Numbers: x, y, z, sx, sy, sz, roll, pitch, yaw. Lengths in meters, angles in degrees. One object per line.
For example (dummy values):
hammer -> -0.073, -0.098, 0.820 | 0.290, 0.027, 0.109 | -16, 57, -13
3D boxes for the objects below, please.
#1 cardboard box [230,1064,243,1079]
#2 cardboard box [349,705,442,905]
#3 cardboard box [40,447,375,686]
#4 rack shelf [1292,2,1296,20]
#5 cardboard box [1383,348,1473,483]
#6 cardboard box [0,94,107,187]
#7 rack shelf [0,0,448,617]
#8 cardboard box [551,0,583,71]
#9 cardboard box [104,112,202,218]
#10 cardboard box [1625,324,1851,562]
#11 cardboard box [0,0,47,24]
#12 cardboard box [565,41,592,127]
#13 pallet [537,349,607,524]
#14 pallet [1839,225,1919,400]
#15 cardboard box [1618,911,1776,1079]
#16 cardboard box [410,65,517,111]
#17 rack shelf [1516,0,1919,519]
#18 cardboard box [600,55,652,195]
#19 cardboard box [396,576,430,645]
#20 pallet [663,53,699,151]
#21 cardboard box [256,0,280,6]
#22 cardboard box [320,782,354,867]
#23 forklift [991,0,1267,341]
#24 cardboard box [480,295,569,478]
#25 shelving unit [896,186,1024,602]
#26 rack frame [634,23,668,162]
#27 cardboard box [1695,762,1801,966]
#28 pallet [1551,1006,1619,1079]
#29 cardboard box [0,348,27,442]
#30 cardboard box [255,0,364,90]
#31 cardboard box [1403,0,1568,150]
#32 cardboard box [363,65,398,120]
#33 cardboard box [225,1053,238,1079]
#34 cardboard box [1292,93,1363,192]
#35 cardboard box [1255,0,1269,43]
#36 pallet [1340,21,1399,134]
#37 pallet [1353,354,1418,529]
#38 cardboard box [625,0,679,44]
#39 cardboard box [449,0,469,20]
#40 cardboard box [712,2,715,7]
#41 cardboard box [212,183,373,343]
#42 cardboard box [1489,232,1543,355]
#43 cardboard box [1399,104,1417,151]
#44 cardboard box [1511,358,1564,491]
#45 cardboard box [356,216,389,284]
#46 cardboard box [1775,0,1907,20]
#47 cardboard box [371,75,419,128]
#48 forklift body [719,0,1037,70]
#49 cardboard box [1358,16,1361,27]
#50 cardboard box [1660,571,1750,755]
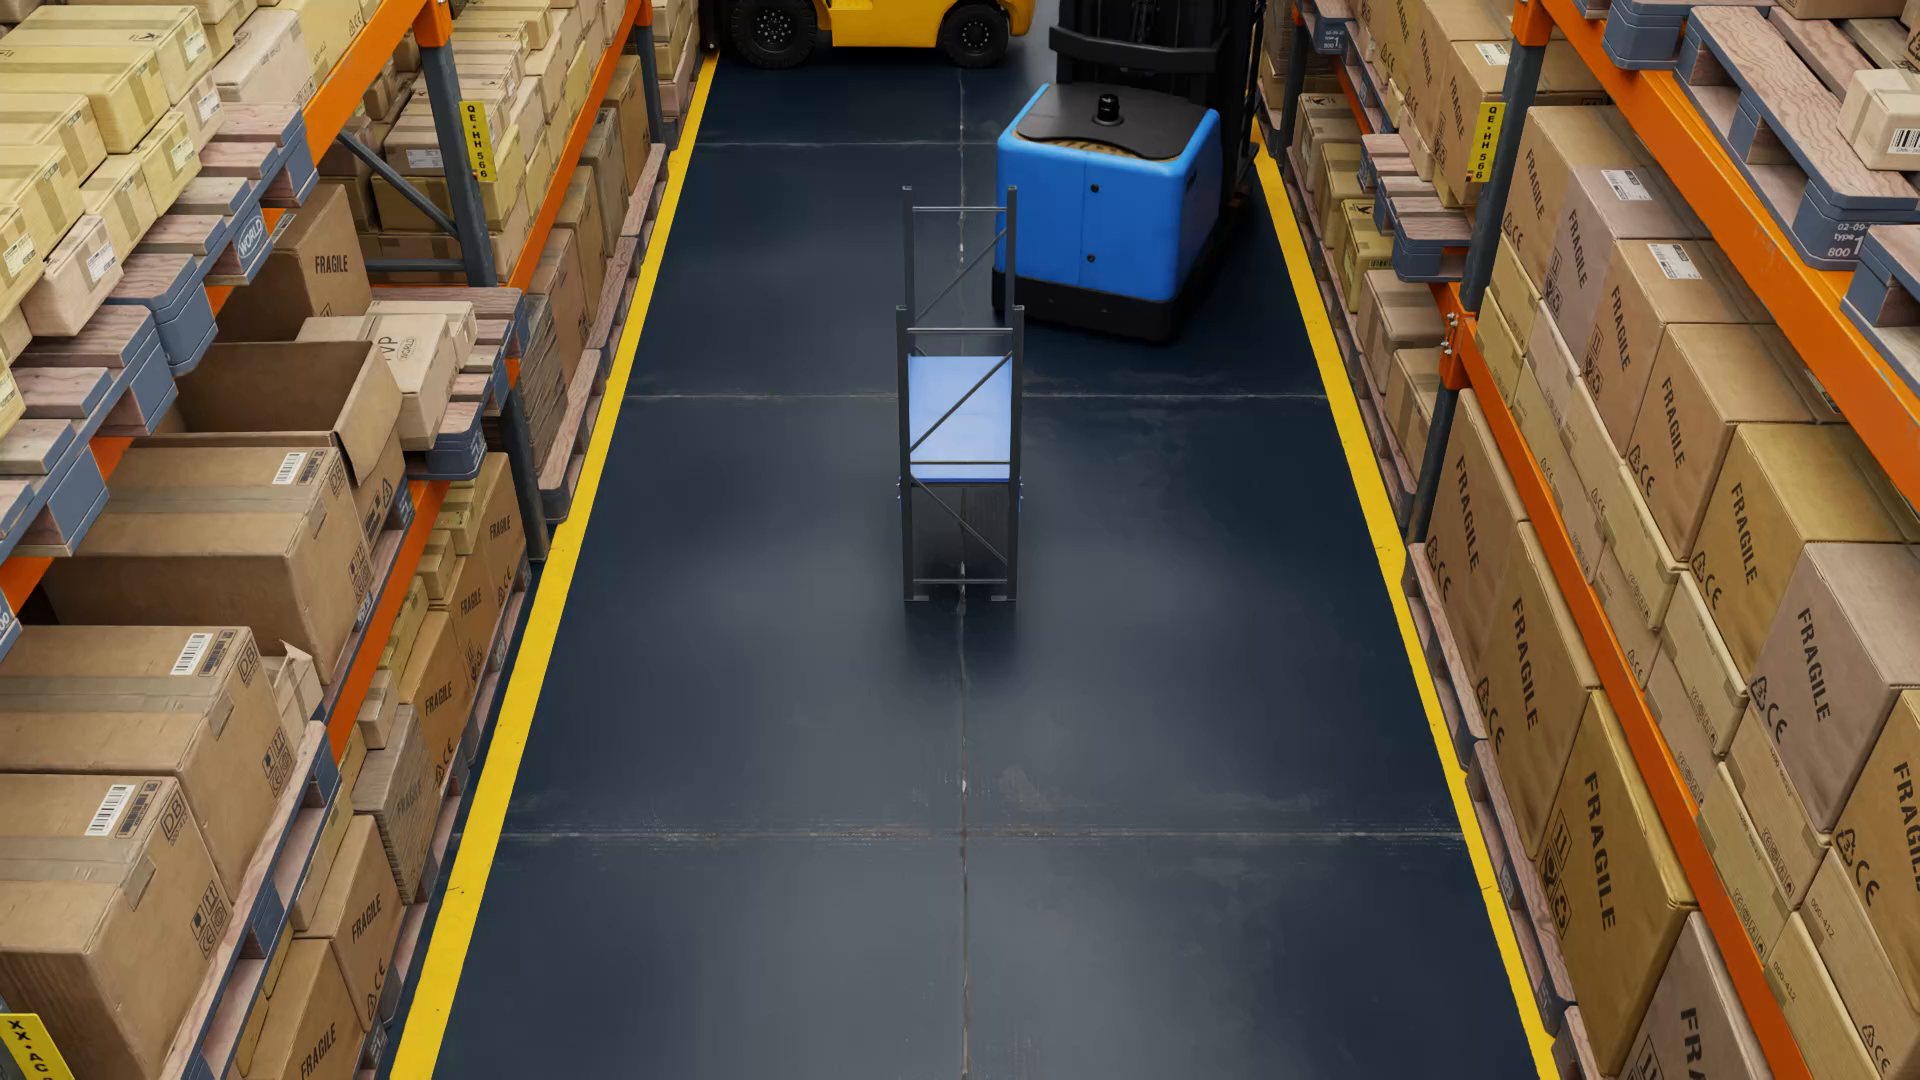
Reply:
cardboard box -> -2.206, 1.557, 4.553 | 0.380, 0.149, 0.250 | -1, 39, -1
cardboard box -> -2.171, 0.935, 5.847 | 0.500, 0.500, 0.500 | -1, 39, -2
cardboard box -> -2.173, 0.076, 4.841 | 0.700, 0.500, 0.500 | 0, 39, 0
rack shelf -> 2.558, -4.583, 11.645 | 1.077, 0.370, 4.000 | 0, 39, 0
cardboard box -> 2.574, -0.603, 7.870 | 0.950, 0.372, 0.625 | -2, 39, -3
cardboard box -> -2.071, -0.829, 3.534 | 0.380, 0.149, 0.250 | 0, 39, 1
rack shelf -> -2.397, -0.745, 4.457 | 1.077, 0.370, 4.000 | 0, 39, 0
cardboard box -> -2.163, -2.480, 8.166 | 0.500, 0.250, 0.500 | 0, 39, 1
cardboard box -> -1.992, -0.864, 3.816 | 0.380, 0.149, 0.250 | 1, 39, 1
cardboard box -> 2.313, -0.283, 4.825 | 0.500, 0.500, 0.500 | 1, 39, 1
cardboard box -> -2.613, -1.467, 4.346 | 0.380, 0.149, 0.250 | 0, 39, 0
cardboard box -> -2.157, -2.286, 8.323 | 0.500, 0.250, 0.500 | 1, 39, 1
pallet -> -2.361, -0.532, 8.245 | 1.003, 0.211, 1.213 | 0, 39, 0
pallet -> 2.519, -0.279, 3.454 | 0.805, 0.209, 1.217 | -1, 39, -2
cardboard box -> 2.489, 1.667, 4.634 | 0.875, 0.875, 0.875 | 1, 39, 1
cardboard box -> -2.132, -1.925, 7.155 | 0.380, 0.149, 0.250 | 1, 39, 1
rack shelf -> 2.567, -0.751, 4.465 | 1.077, 0.370, 4.000 | 0, 39, 0
cardboard box -> -2.392, -2.518, 10.056 | 0.875, 0.625, 0.625 | 2, 39, 2
cardboard box -> -2.203, 0.262, 6.169 | 0.380, 0.149, 0.250 | 1, 39, 1
pallet -> -2.362, -3.016, 11.345 | 1.003, 0.211, 1.213 | 0, 39, 0
cardboard box -> -2.158, -1.670, 4.837 | 0.380, 0.149, 0.250 | 0, 39, 0
cardboard box -> -2.193, 0.913, 5.356 | 0.380, 0.149, 0.250 | 1, 39, 2
forklift -> 1.170, -3.144, 9.329 | 1.130, 2.935, 3.031 | 13, 41, 16
cardboard box -> -2.386, -0.733, 7.829 | 0.875, 0.625, 0.625 | 1, 39, 1
shelving unit -> 0.000, -0.639, 7.348 | 0.538, 1.500, 1.048 | 0, 39, 0
rack frame -> -2.403, -3.607, 9.852 | 1.000, 3.000, 0.127 | 0, 39, 0
cardboard box -> 2.317, 0.850, 4.411 | 0.500, 0.250, 0.500 | -1, 39, -1
pallet -> 2.493, 1.996, 5.091 | 1.003, 0.211, 1.213 | 0, 39, 0
cardboard box -> -1.962, -0.229, 3.023 | 0.380, 0.149, 0.250 | 0, 39, 0
cardboard box -> -2.154, -1.582, 5.047 | 0.500, 0.250, 0.500 | 0, 39, 0
cardboard box -> 2.275, -2.038, 7.241 | 0.500, 0.500, 0.500 | -1, 39, -1
cardboard box -> -2.653, -1.927, 7.157 | 0.380, 0.149, 0.250 | 0, 39, 0
cardboard box -> -2.177, 1.451, 4.447 | 0.380, 0.149, 0.250 | -2, 39, -2
cardboard box -> 2.563, -2.423, 10.141 | 0.950, 0.372, 0.625 | 0, 39, 1
cardboard box -> 2.289, -3.684, 11.212 | 0.500, 0.500, 0.500 | 1, 39, 1
pallet -> 2.522, -2.275, 8.343 | 1.003, 0.211, 1.213 | 0, 39, 0
pallet -> 2.565, -0.512, 8.220 | 1.003, 0.211, 1.213 | 0, 39, 0
cardboard box -> -2.090, -3.391, 10.646 | 0.500, 0.250, 0.500 | -1, 39, -1
cardboard box -> -2.214, -2.567, 7.956 | 0.380, 0.149, 0.250 | 0, 39, 0
cardboard box -> -2.086, -3.957, 12.152 | 0.500, 0.250, 0.500 | 1, 39, 1
cardboard box -> -2.555, -0.986, 6.167 | 0.500, 0.500, 0.500 | 2, 39, 2
cardboard box -> 2.318, -0.931, 6.233 | 0.500, 0.250, 0.500 | 0, 39, 0
cardboard box -> 2.219, -1.865, 7.543 | 0.380, 0.149, 0.250 | -2, 39, -2
cardboard box -> 2.332, -0.426, 6.002 | 0.500, 0.250, 0.500 | -1, 39, -1
cardboard box -> -2.655, -1.328, 7.128 | 0.500, 0.250, 0.500 | -1, 39, -1
cardboard box -> 2.756, -1.866, 4.865 | 0.700, 0.500, 0.500 | -2, 39, -2
cardboard box -> -2.680, -1.843, 7.371 | 0.500, 0.250, 0.500 | 0, 39, 0
forklift body -> -0.581, -4.593, 11.761 | 2.313, 2.155, 1.214 | 0, 39, 0
cardboard box -> 2.270, -2.684, 8.566 | 0.380, 0.149, 0.250 | 0, 39, 0
cardboard box -> 2.311, 0.341, 4.646 | 0.500, 0.250, 0.500 | 1, 39, 1
